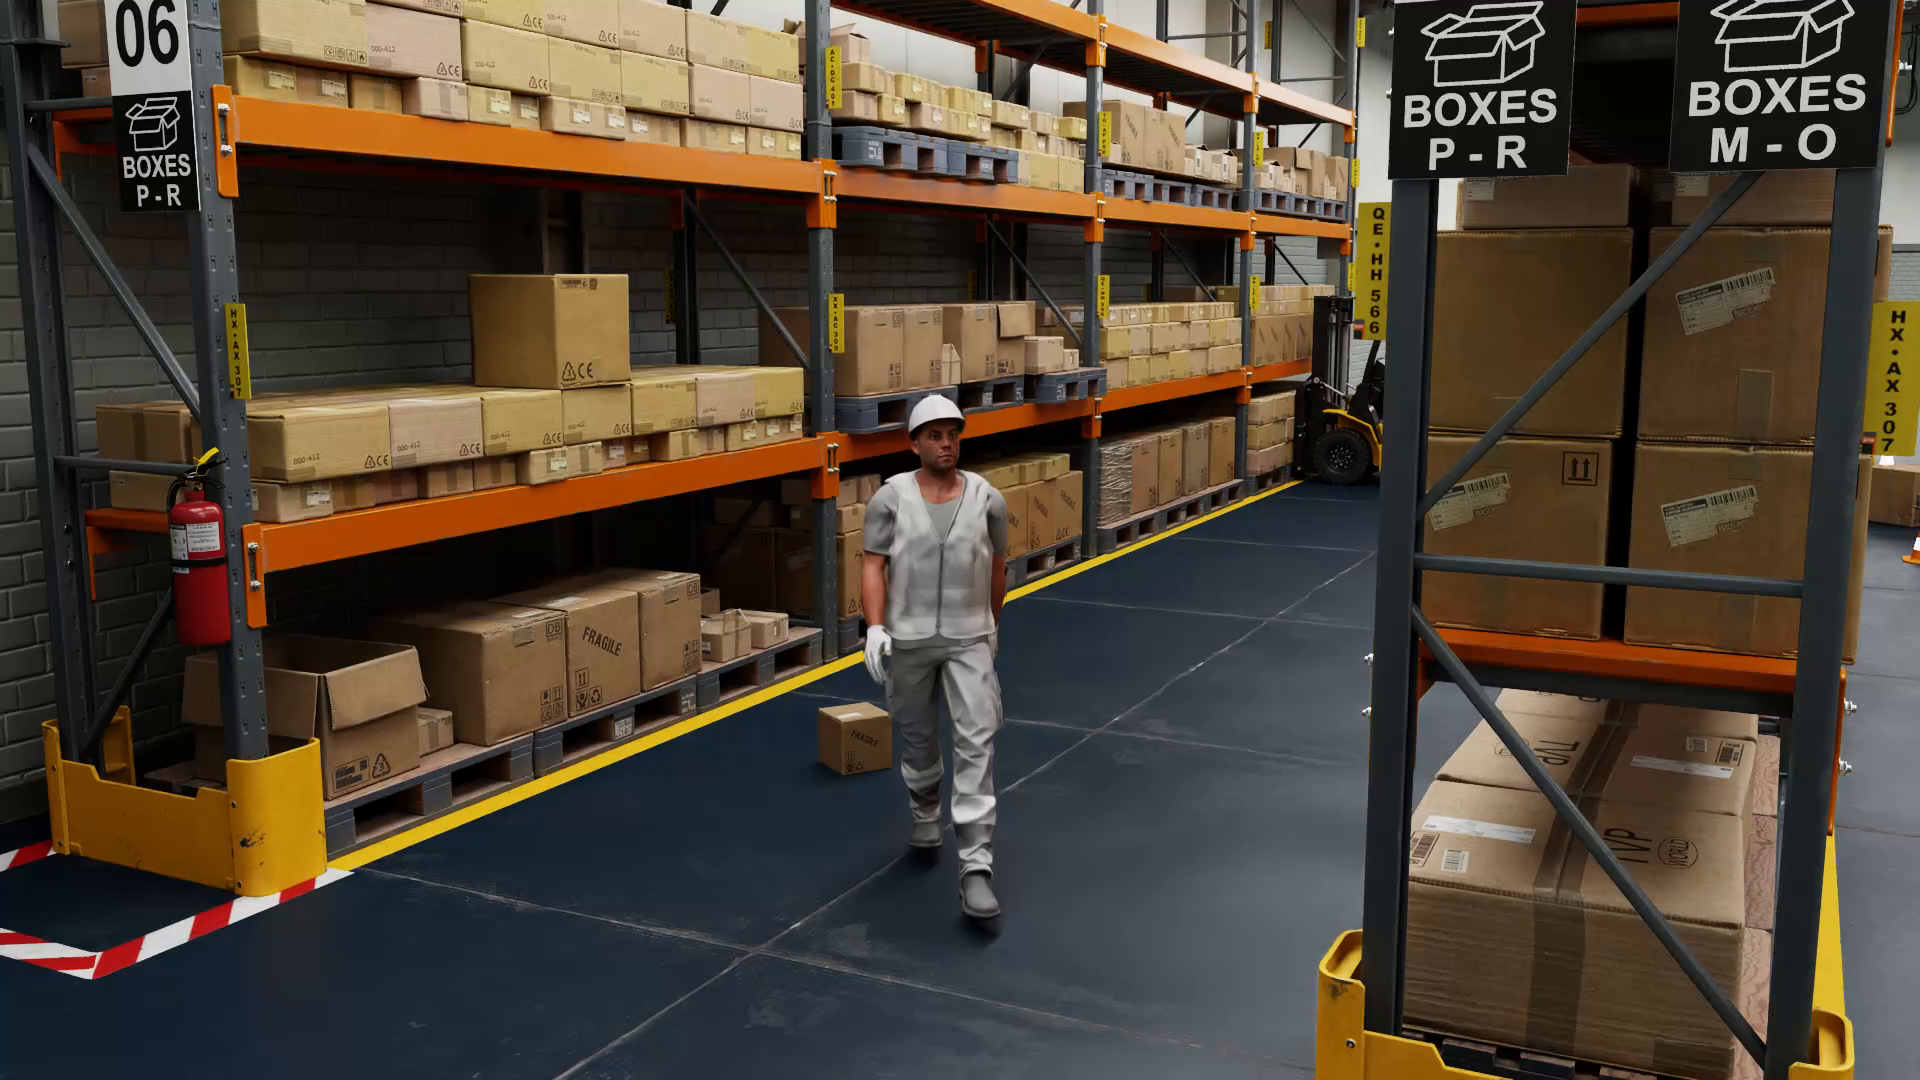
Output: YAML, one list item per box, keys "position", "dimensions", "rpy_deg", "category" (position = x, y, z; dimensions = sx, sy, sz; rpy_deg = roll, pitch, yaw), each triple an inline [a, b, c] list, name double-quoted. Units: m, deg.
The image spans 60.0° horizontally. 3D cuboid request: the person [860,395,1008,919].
- position: [-0.083, 0.360, 5.882]
  dimensions: [0.536, 1.726, 1.016]
  rpy_deg: [0, 9, -3]
  category: "person"
